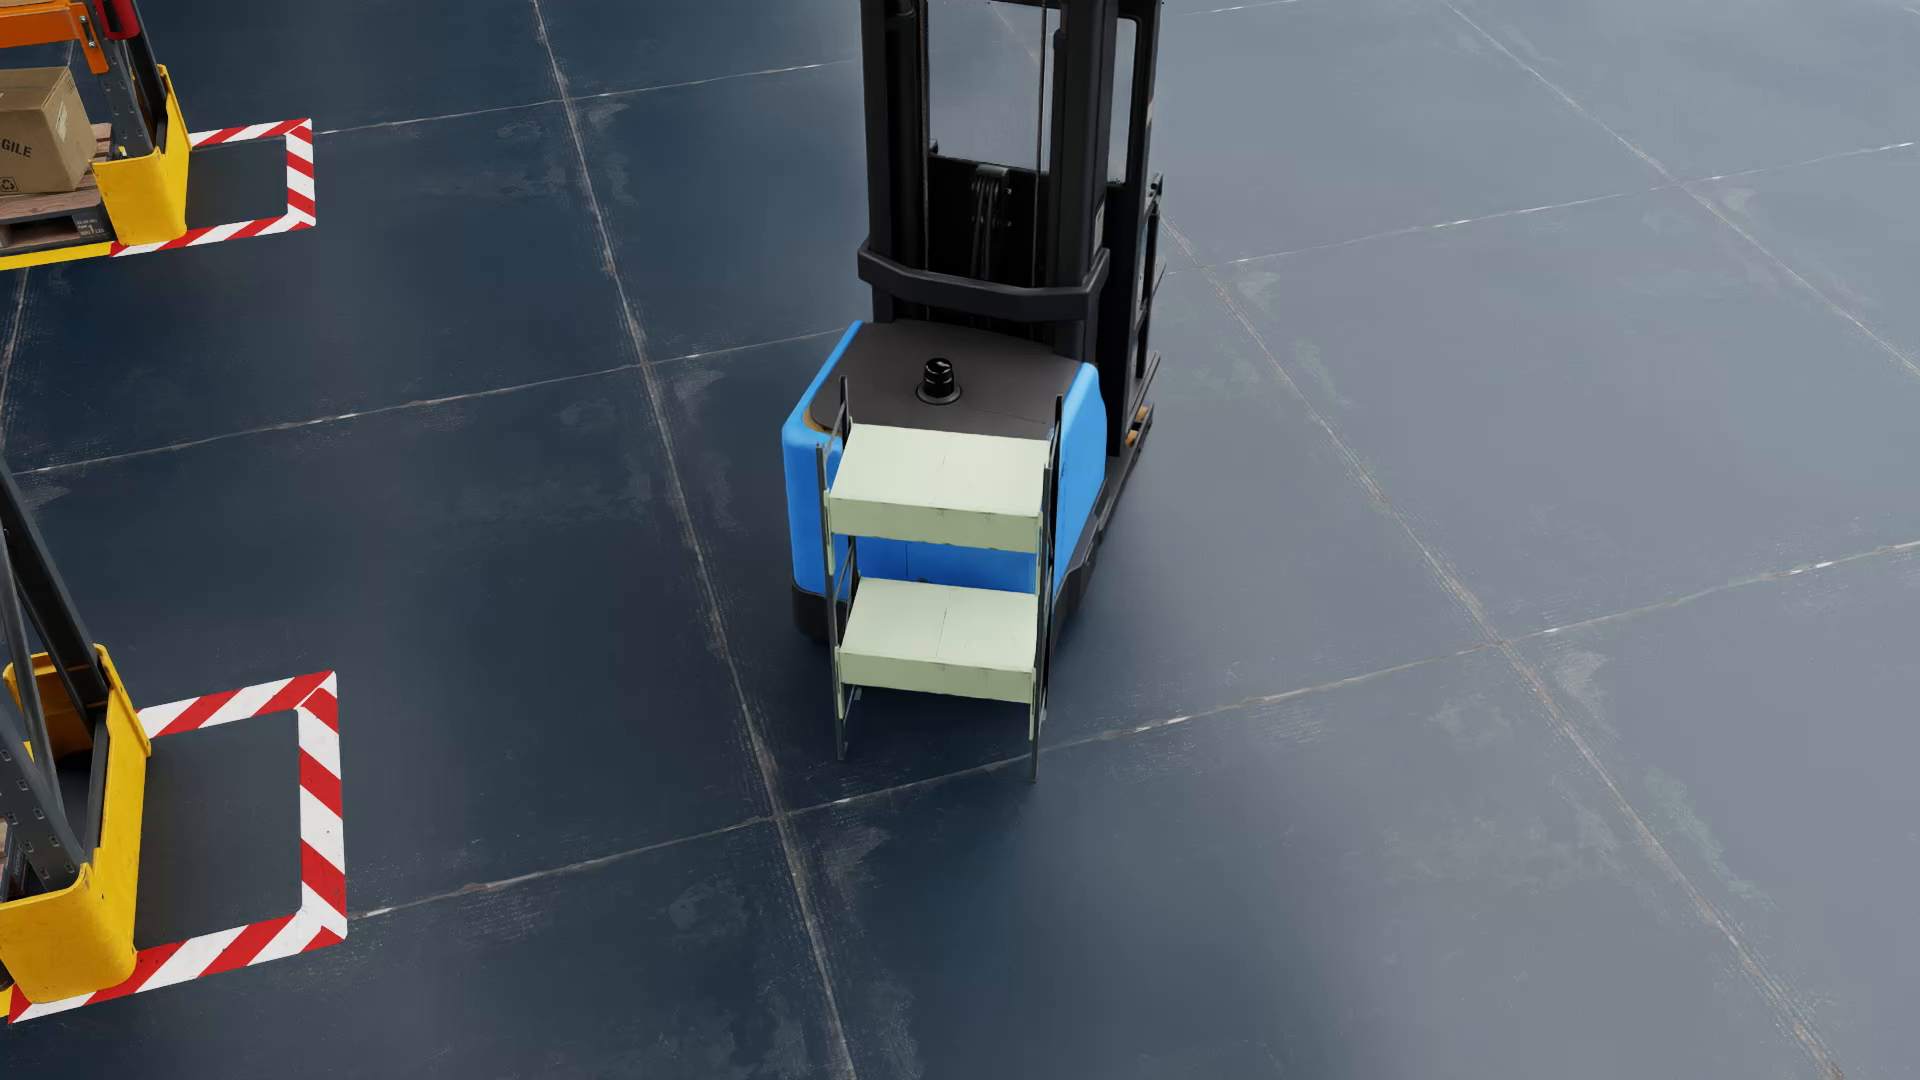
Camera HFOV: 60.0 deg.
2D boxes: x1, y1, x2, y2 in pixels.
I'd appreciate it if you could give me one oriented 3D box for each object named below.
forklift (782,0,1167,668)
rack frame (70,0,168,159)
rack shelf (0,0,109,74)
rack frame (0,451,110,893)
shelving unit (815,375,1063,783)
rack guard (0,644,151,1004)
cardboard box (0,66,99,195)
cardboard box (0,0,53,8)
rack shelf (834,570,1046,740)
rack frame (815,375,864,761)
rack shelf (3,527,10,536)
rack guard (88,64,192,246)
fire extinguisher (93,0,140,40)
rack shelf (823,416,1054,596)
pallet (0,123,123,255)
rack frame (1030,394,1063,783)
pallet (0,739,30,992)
[{"bbox_3d":[0.269,-1.521,6.764,1.130,2.935,3.031,12,43,14],"label":"forklift"},{"bbox_3d":[-4.529,-3.138,8.562,0.127,3.000,1.000,-12,42,-13],"label":"rack frame"},{"bbox_3d":[-6.437,-2.472,8.346,4.000,0.370,1.077,-12,42,-13],"label":"rack shelf"},{"bbox_3d":[-3.042,-0.030,5.004,0.127,3.000,1.000,-12,42,-13],"label":"rack frame"},{"bbox_3d":[-0.060,0.176,5.909,0.755,1.500,0.431,6,41,6],"label":"shelving unit"},{"bbox_3d":[-3.100,0.956,5.776,0.348,0.500,1.175,-12,42,-13],"label":"rack guard"},{"bbox_3d":[-5.130,-2.242,9.117,0.500,0.500,0.500,-4,41,-5],"label":"cardboard box"},{"bbox_3d":[-4.739,-2.858,8.432,0.250,0.149,0.380,-12,42,-13],"label":"cardboard box"},{"bbox_3d":[-0.060,0.421,6.124,0.720,0.370,0.431,6,41,6],"label":"rack shelf"},{"bbox_3d":[-0.422,0.140,5.950,0.023,1.500,0.400,6,41,6],"label":"rack frame"},{"bbox_3d":[-4.949,0.636,4.789,4.000,0.370,1.077,-12,42,-13],"label":"rack shelf"},{"bbox_3d":[-4.602,-2.182,9.367,0.348,0.500,1.175,-12,42,-13],"label":"rack guard"},{"bbox_3d":[-4.282,-2.842,8.282,0.183,0.674,0.296,-12,42,-13],"label":"fire extinguisher"},{"bbox_3d":[-0.060,-0.118,5.652,0.720,0.370,0.431,6,41,6],"label":"rack shelf"},{"bbox_3d":[-5.387,-1.935,9.304,1.213,0.211,1.003,-12,42,-13],"label":"pallet"},{"bbox_3d":[0.302,0.211,5.868,0.023,1.500,0.400,6,41,6],"label":"rack frame"},{"bbox_3d":[-3.877,1.222,5.691,1.213,0.211,1.003,-12,42,-13],"label":"pallet"}]
